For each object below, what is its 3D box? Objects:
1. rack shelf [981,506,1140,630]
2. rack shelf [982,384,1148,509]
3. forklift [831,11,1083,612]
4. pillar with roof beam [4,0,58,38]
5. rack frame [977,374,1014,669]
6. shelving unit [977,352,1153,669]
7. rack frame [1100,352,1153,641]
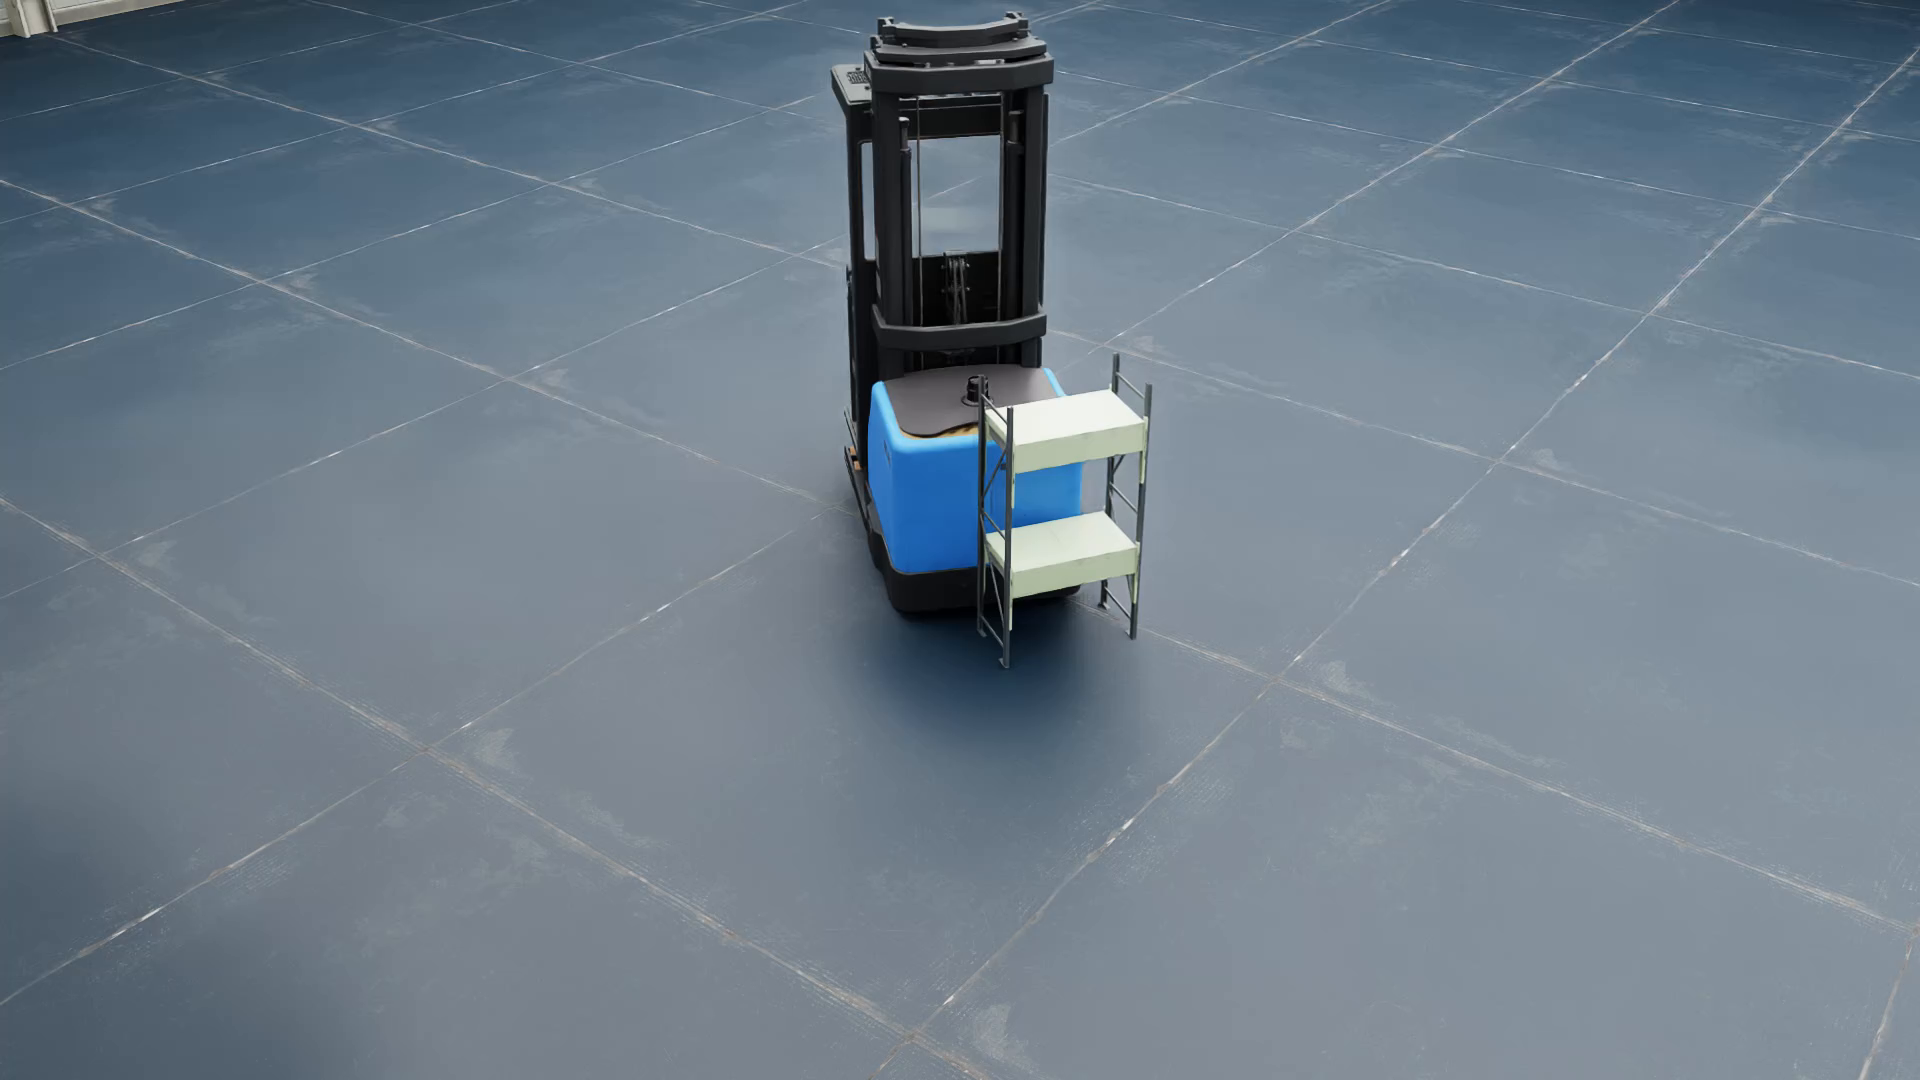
[{"bbox_3d":[0.515,0.141,8.681,0.720,0.370,0.431,-11,32,-18],"label":"rack shelf"},{"bbox_3d":[0.515,-0.475,8.316,0.720,0.370,0.431,-11,32,-18],"label":"rack shelf"},{"bbox_3d":[-0.113,-1.611,9.593,1.130,2.935,3.031,-5,31,-9],"label":"forklift"},{"bbox_3d":[-7.742,-8.681,15.572,9.100,9.000,0.400,21,37,31],"label":"pillar with roof beam"},{"bbox_3d":[0.173,-0.073,8.402,0.023,1.500,0.400,-11,32,-18],"label":"rack frame"},{"bbox_3d":[0.515,-0.140,8.515,0.755,1.500,0.431,-11,32,-18],"label":"shelving unit"},{"bbox_3d":[0.856,-0.207,8.628,0.023,1.500,0.400,-11,32,-18],"label":"rack frame"}]
